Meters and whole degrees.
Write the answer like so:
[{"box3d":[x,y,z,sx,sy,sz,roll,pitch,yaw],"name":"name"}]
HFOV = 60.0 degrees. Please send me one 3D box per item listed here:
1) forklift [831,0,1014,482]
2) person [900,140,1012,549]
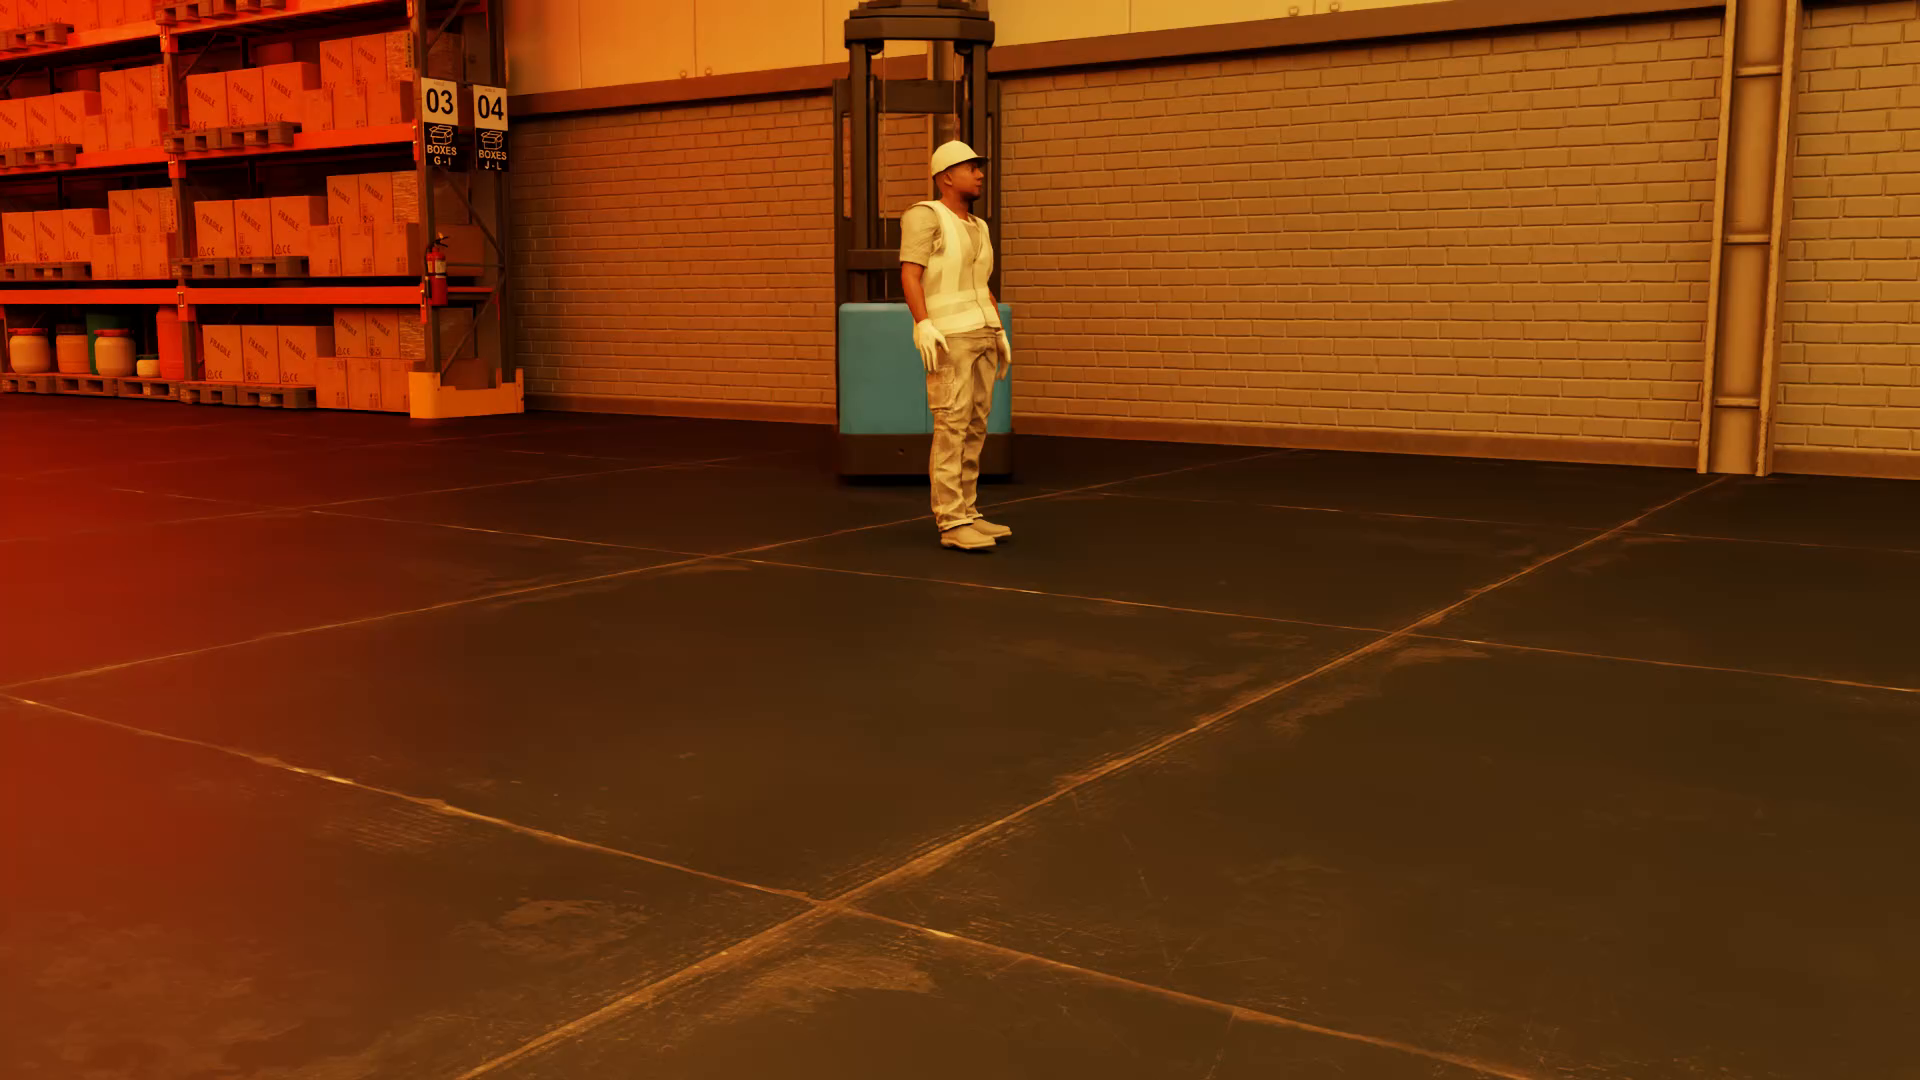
[{"box3d":[-0.294,-1.977,11.095,1.130,2.935,3.031,-1,8,-4],"name":"forklift"},{"box3d":[0.054,-0.883,7.430,0.577,1.782,0.656,5,10,34],"name":"person"}]
